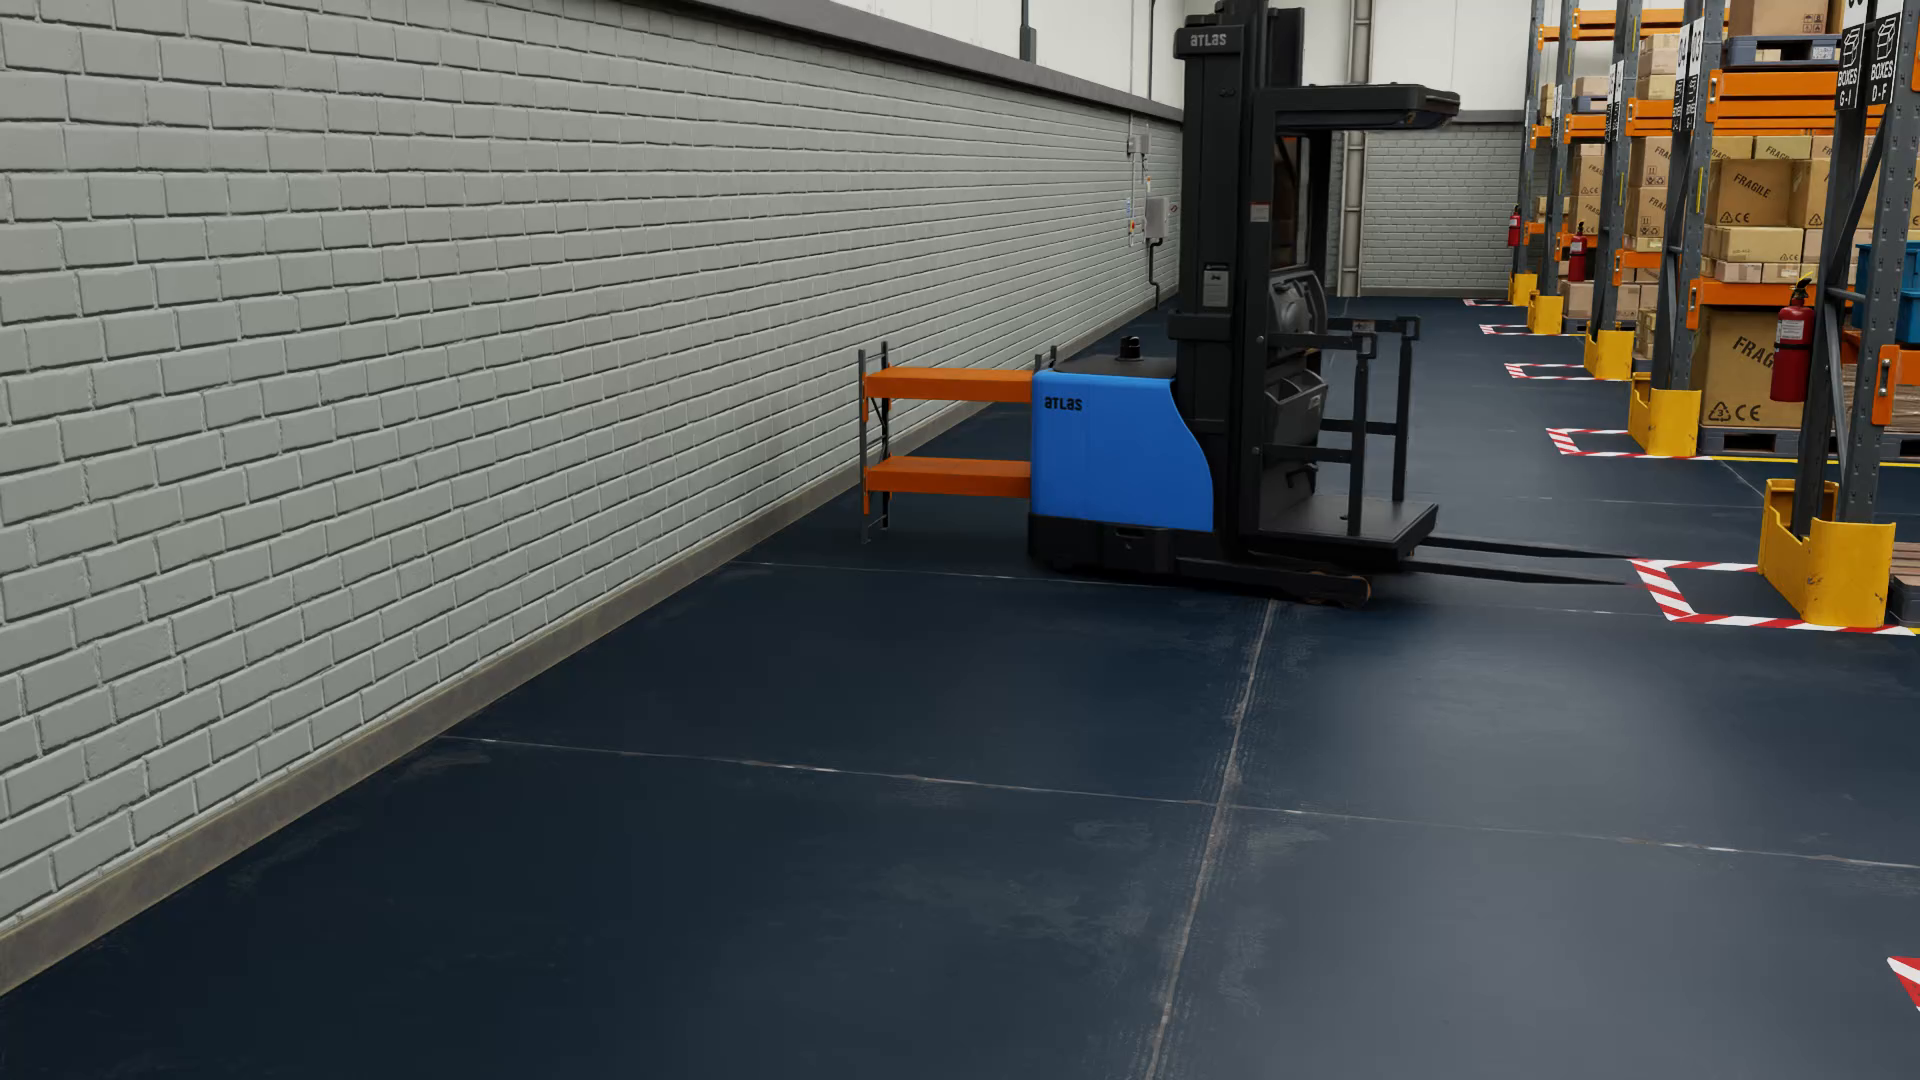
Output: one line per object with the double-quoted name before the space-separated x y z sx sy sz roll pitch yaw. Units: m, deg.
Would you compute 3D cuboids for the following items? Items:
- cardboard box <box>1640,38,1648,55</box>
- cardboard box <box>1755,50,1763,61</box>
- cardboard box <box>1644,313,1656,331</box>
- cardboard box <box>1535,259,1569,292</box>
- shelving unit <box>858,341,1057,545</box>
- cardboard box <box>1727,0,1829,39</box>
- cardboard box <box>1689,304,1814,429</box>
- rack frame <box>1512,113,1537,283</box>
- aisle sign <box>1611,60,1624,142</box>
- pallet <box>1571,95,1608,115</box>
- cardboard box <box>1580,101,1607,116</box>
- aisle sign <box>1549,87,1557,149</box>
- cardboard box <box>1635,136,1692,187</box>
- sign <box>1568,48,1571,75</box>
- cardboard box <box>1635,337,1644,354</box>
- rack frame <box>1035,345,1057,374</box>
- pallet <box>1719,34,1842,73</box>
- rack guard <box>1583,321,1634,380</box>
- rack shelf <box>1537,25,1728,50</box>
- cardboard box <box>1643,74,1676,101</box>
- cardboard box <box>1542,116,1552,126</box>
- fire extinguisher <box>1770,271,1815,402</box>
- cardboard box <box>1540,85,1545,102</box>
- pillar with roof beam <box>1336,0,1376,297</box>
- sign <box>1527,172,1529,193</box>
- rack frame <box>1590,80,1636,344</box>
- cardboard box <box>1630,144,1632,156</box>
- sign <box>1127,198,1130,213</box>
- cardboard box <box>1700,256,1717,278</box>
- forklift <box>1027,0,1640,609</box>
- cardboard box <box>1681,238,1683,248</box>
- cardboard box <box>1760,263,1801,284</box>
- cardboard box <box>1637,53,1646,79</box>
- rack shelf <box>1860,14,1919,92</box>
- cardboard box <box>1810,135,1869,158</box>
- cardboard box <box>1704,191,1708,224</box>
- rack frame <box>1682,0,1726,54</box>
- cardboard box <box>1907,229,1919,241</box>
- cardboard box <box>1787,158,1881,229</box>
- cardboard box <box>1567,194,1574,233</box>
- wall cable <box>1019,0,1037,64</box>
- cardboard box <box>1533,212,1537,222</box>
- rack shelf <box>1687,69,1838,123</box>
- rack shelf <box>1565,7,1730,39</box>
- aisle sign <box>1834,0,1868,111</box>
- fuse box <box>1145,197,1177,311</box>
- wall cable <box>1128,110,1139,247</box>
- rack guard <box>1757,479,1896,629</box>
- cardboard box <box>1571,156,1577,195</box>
"cardboard box" 7.231 -5.130 17.275 0.250 0.149 0.380 3 13 13
"cardboard box" 7.709 -4.786 16.647 0.500 0.250 0.500 3 13 13
"cardboard box" 7.265 -2.260 17.235 0.250 0.149 0.380 2 13 11
"cardboard box" 9.682 -4.280 26.893 0.637 0.503 0.797 3 13 11
"shelving unit" -0.007 -0.550 9.613 1.048 1.125 0.538 3 13 14
"cardboard box" 6.069 -3.969 12.340 0.500 0.500 0.700 2 13 10
"cardboard box" 6.192 -1.369 12.913 0.875 0.875 0.875 3 13 14
"rack frame" 9.111 -5.345 26.901 0.127 3.000 1.000 3 13 14
"aisle sign" 6.695 -4.465 16.931 0.004 0.787 0.394 3 13 14
"pallet" 8.648 -5.686 21.717 1.213 0.211 1.003 3 13 14
"cardboard box" 9.975 -6.779 26.098 0.500 0.250 0.500 3 13 15
"aisle sign" 7.930 -5.639 22.225 0.004 0.787 0.394 3 13 14
"cardboard box" 7.210 -3.858 16.972 0.500 0.500 0.500 3 13 13
"sign" 7.787 -6.115 21.243 0.005 0.325 0.100 3 13 14
"cardboard box" 7.399 -2.085 17.818 0.250 0.149 0.380 3 13 14
"rack frame" 0.487 -0.523 9.495 0.032 1.125 0.500 3 13 14
"pallet" 6.274 -3.602 12.324 1.213 0.211 1.003 3 13 14
"rack guard" 6.911 -2.031 17.733 0.348 0.500 1.175 3 13 14
"rack shelf" 11.053 -7.817 25.862 4.000 0.370 1.077 3 13 14
"cardboard box" 7.212 -4.569 16.824 0.500 0.250 0.500 4 13 16
"cardboard box" 9.365 -6.622 26.309 0.250 0.149 0.380 3 13 15
"fire extinguisher" 4.327 -1.059 8.623 0.183 0.674 0.296 3 13 14
"cardboard box" 9.610 -7.161 26.667 0.500 0.250 0.500 3 13 12
"pillar with roof beam" 5.678 -7.698 23.656 0.400 9.000 9.100 3 13 14
"sign" 8.981 -5.654 26.293 0.005 0.325 0.100 3 13 14
"rack frame" 6.838 -3.255 17.480 0.127 3.000 1.000 3 13 14
"cardboard box" 8.700 -5.042 21.497 0.250 0.149 0.380 3 13 15
"sign" 2.374 -4.714 23.432 0.001 0.218 0.327 3 13 14
"cardboard box" 5.976 -2.145 13.059 0.250 0.149 0.380 3 13 15
"forklift" 1.919 -1.222 8.476 3.031 2.935 1.130 6 14 26
"cardboard box" 7.331 -3.042 17.101 0.250 0.149 0.380 4 13 16
"cardboard box" 6.066 -1.994 12.375 0.250 0.149 0.380 3 13 13
"cardboard box" 7.346 -4.920 17.251 0.500 0.250 0.500 3 13 12
"rack shelf" 6.306 -2.185 7.393 4.000 0.370 1.077 3 13 14
"cardboard box" 8.697 -3.776 16.602 0.500 0.500 0.500 3 13 12
"cardboard box" 7.733 -3.345 16.969 0.500 0.500 0.500 3 13 14
"rack frame" 5.551 -5.146 12.153 0.127 3.000 1.000 3 13 14
"cardboard box" 6.946 -2.155 12.182 0.500 0.250 0.500 3 13 12
"cardboard box" 6.438 -2.548 12.220 0.500 0.500 0.500 3 13 12
"cardboard box" 8.457 -4.381 22.323 0.500 0.500 0.500 3 13 14
"wall cable" 0.887 -7.735 16.394 0.120 5.999 2.277 3 13 14
"cardboard box" 9.497 -5.262 27.105 0.250 0.149 0.380 3 13 13
"rack shelf" 7.493 -3.227 12.088 4.000 0.370 1.077 3 13 14
"rack shelf" 9.867 -6.580 21.199 4.000 0.370 1.077 3 13 14
"aisle sign" 4.365 -2.510 8.121 0.004 0.787 0.394 3 13 14
"fuse box" 3.090 -4.394 25.589 0.414 1.711 0.539 3 13 14
"wall cable" 2.445 -5.100 23.379 0.123 1.953 0.585 3 13 14
"rack guard" 4.338 0.046 8.372 0.348 0.500 1.175 3 13 14
"cardboard box" 8.451 -4.863 22.189 0.500 0.500 0.500 4 13 15
